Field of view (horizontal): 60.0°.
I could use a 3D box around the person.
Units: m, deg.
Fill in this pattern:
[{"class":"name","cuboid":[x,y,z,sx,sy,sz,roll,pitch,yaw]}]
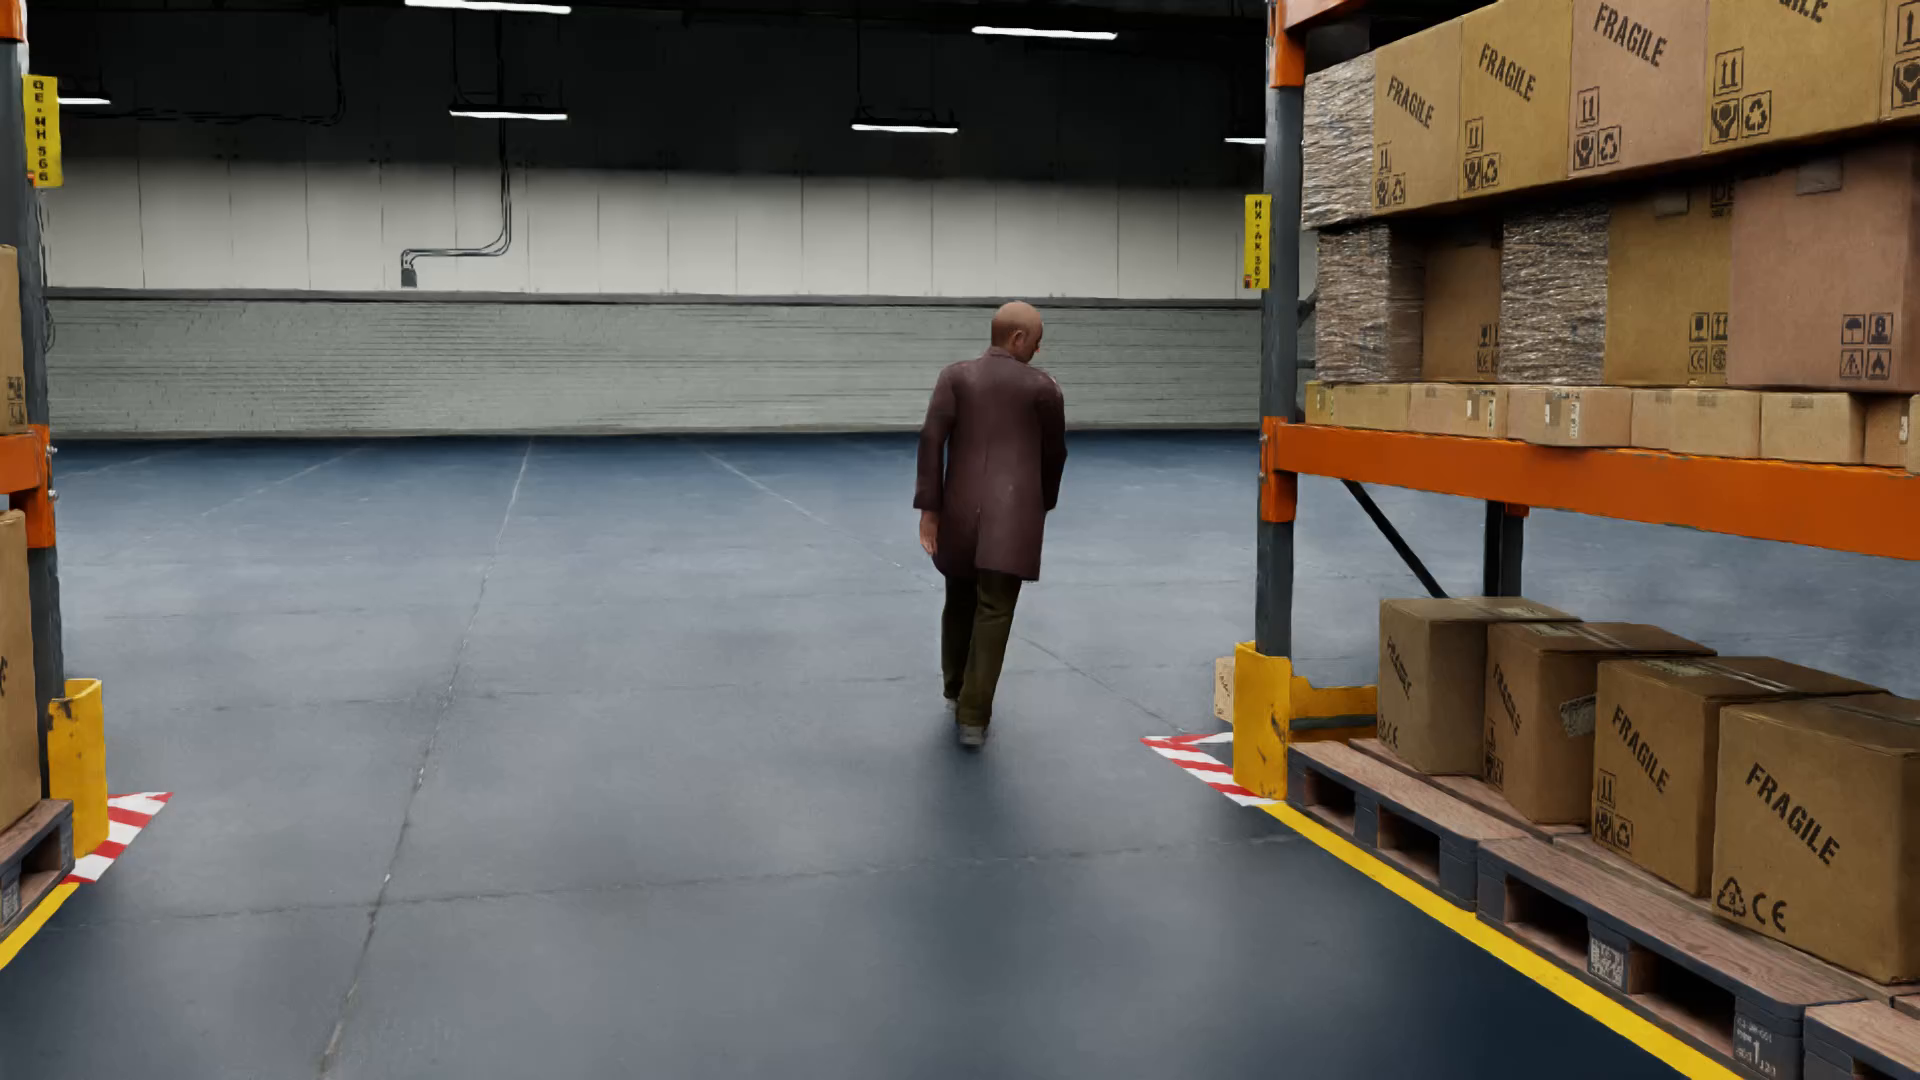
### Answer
[{"class":"person","cuboid":[0.146,-0.036,6.796,0.610,1.604,0.909,2,6,19]}]
